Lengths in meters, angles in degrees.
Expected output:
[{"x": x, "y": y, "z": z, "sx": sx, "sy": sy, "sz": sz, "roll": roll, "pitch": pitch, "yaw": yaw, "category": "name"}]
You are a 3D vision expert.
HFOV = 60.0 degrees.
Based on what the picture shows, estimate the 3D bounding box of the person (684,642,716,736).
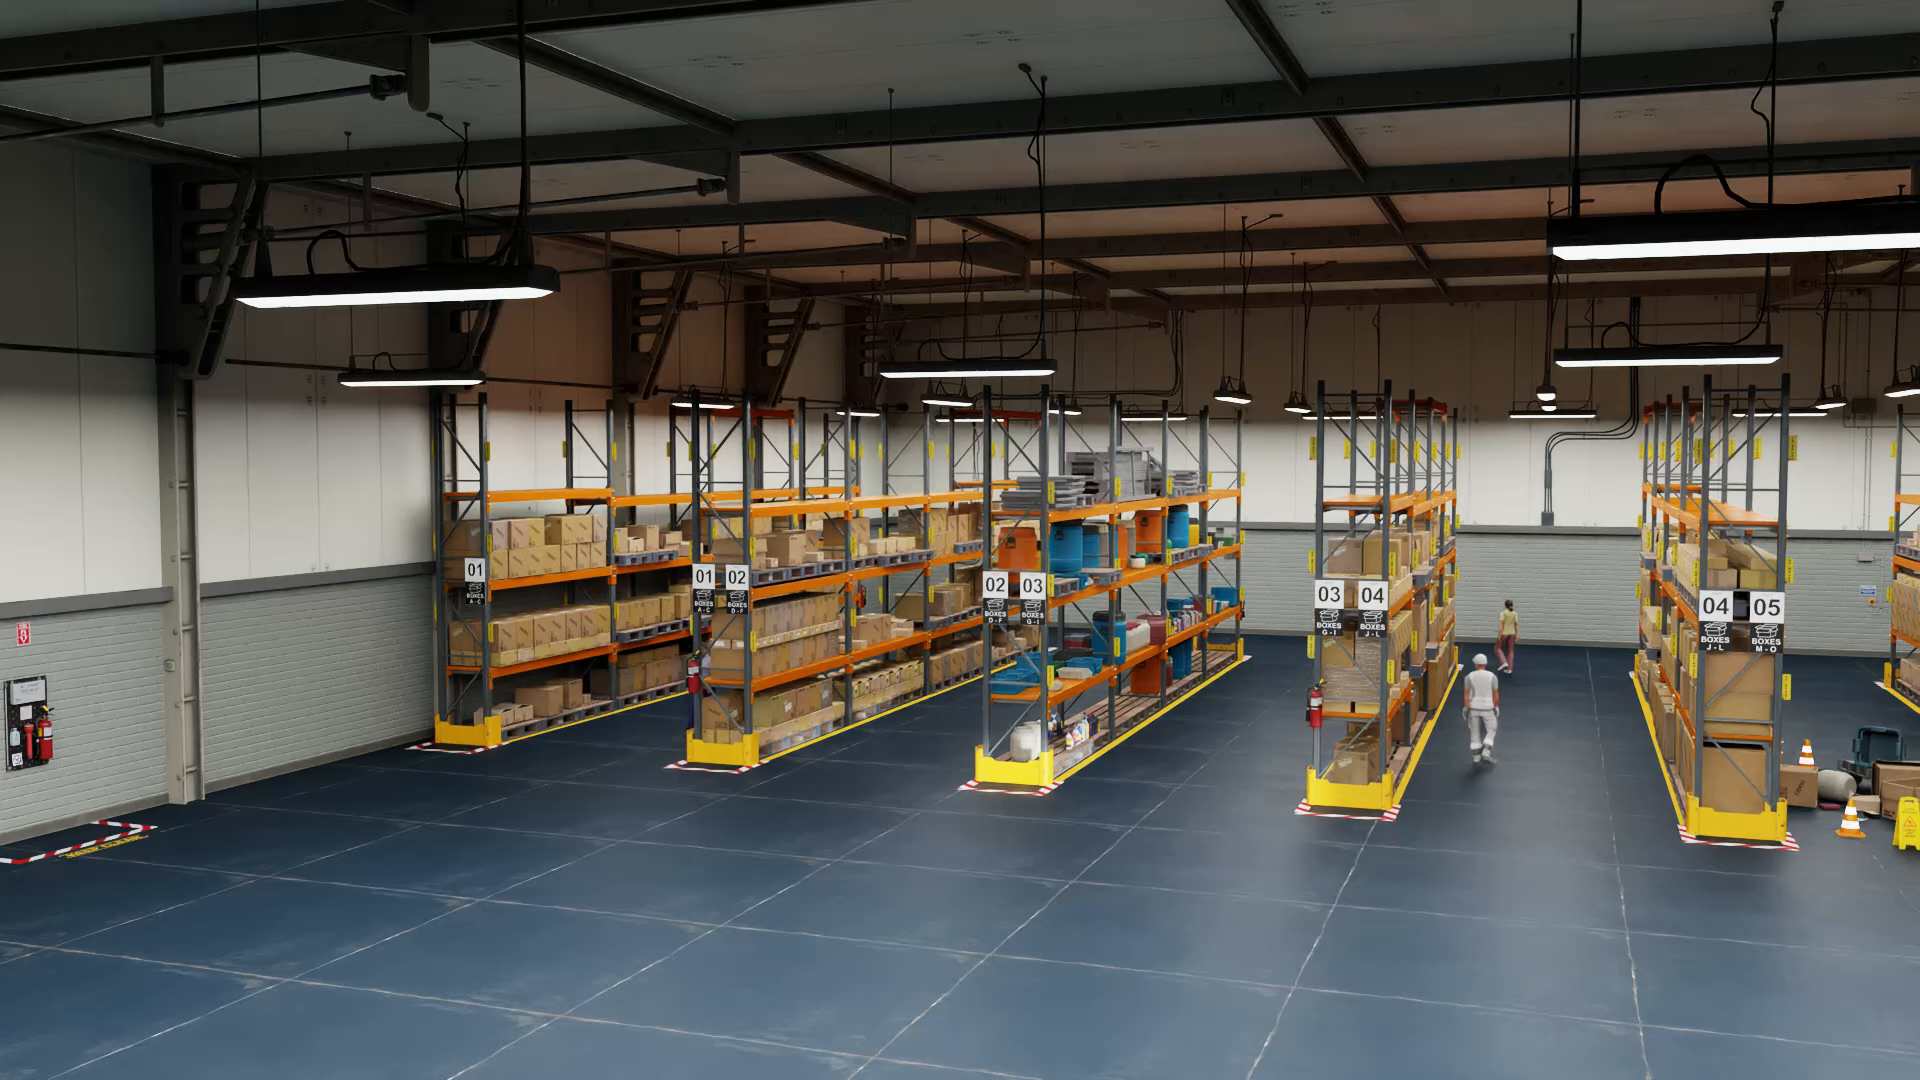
[{"x": -4.564, "y": 2.625, "z": 29.400, "sx": 0.527, "sy": 1.595, "sz": 0.833, "roll": 0, "pitch": 3, "yaw": 3, "category": "person"}]

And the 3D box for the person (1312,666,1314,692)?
[{"x": 7.402, "y": 2.372, "z": 33.841, "sx": 0.501, "sy": 1.611, "sz": 0.949, "roll": 2, "pitch": 3, "yaw": 29, "category": "person"}]

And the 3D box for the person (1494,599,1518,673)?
[{"x": 12.353, "y": 2.171, "z": 37.497, "sx": 0.486, "sy": 1.669, "sz": 0.470, "roll": -1, "pitch": 3, "yaw": -10, "category": "person"}]

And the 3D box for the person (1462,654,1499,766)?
[{"x": 8.281, "y": 2.704, "z": 26.464, "sx": 0.556, "sy": 1.791, "sz": 0.539, "roll": 1, "pitch": 3, "yaw": 23, "category": "person"}]
